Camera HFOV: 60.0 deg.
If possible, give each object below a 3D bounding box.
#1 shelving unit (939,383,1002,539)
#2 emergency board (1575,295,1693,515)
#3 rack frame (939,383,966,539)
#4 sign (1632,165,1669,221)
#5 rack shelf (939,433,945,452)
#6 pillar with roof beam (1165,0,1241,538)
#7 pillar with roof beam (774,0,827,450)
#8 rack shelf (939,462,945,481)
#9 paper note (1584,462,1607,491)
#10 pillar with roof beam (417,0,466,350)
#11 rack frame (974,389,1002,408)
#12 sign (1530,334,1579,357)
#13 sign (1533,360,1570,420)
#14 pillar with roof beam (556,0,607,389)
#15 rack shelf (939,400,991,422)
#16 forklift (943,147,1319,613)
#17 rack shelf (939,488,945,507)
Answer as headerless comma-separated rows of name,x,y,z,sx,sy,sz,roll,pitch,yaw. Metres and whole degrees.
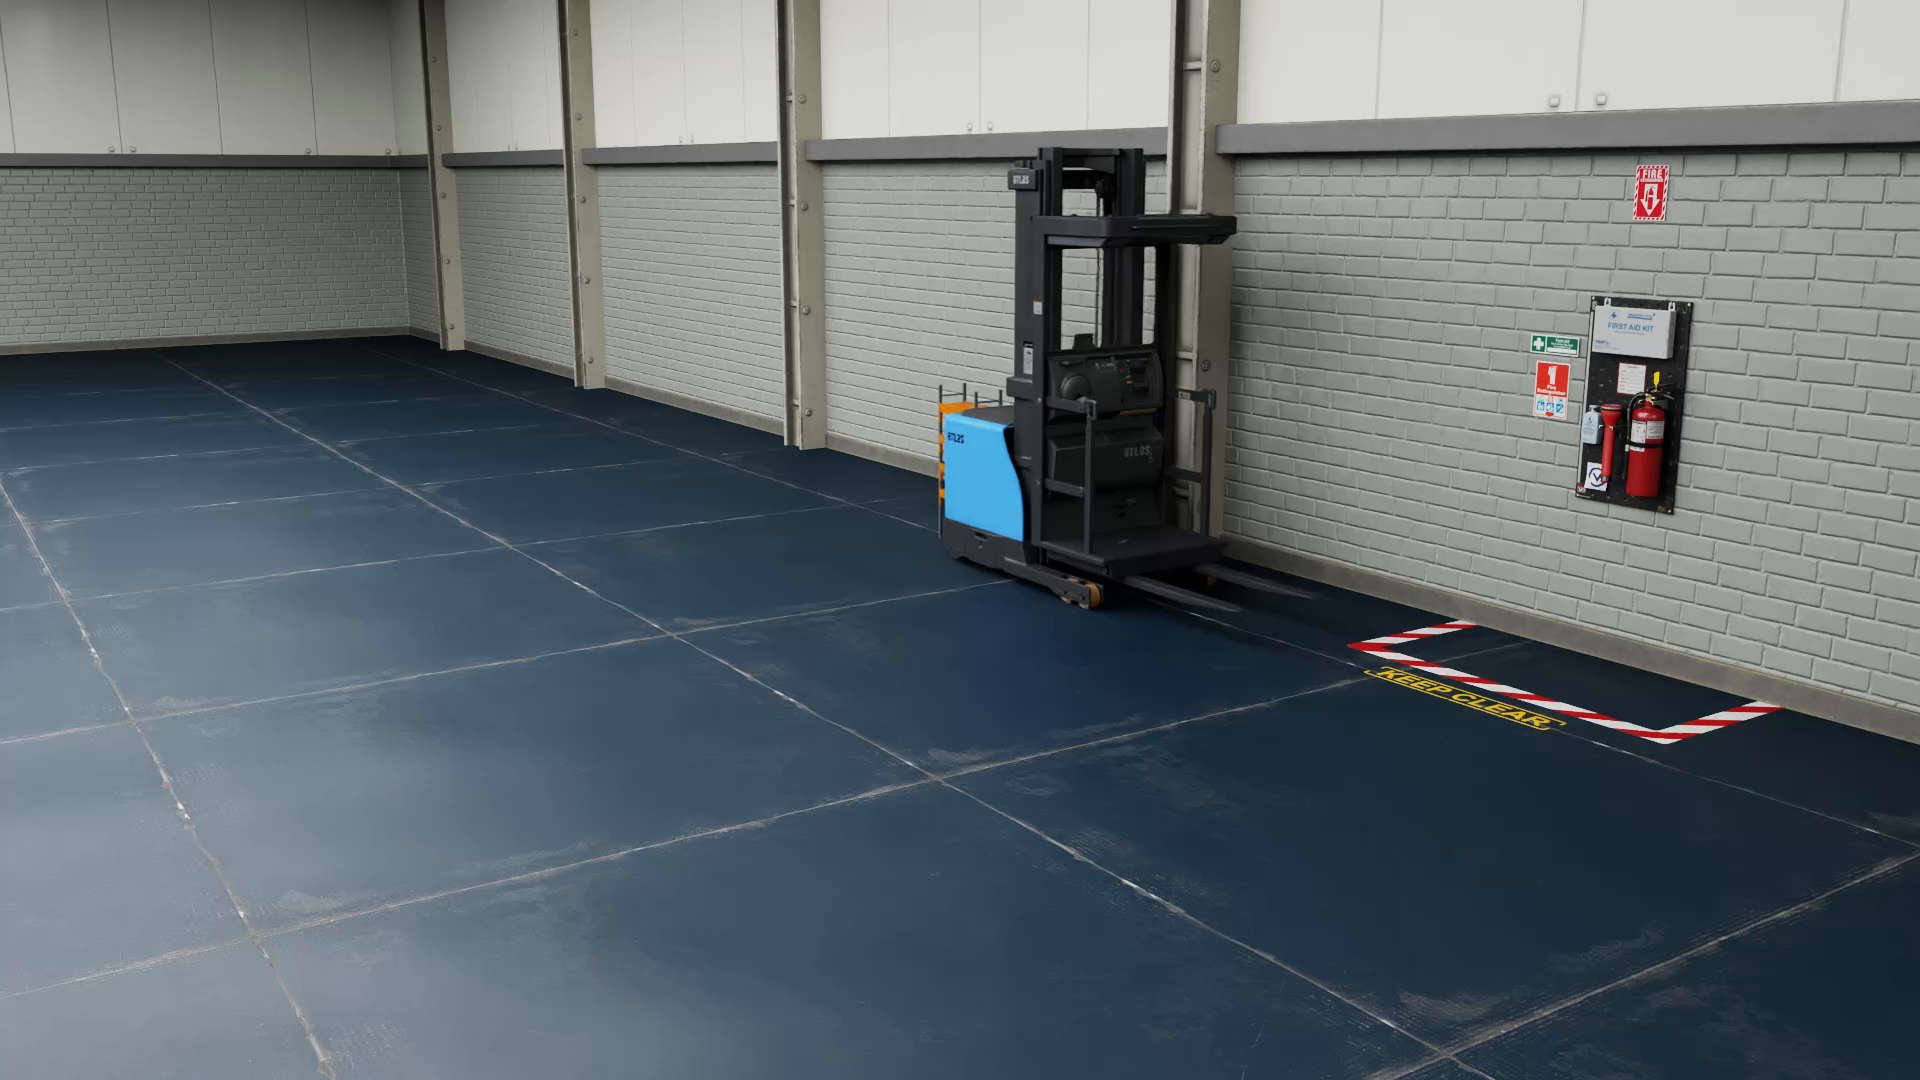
shelving unit,0.076,-0.563,12.627,0.258,1.200,0.503,-8,15,-32
emergency board,3.705,-0.756,9.295,0.194,1.169,0.643,-8,15,-33
rack frame,-0.058,-0.606,12.826,0.240,1.200,0.015,-8,15,-32
sign,3.784,-1.901,9.108,0.001,0.298,0.199,-8,15,-33
rack shelf,0.076,-0.716,12.593,0.258,0.148,0.480,-8,15,-32
pillar with roof beam,-1.866,-3.800,9.174,9.100,9.000,0.400,-8,15,-33
pillar with roof beam,-5.190,-4.867,14.053,9.100,9.000,0.400,-8,15,-33
rack shelf,0.076,-0.497,12.641,0.258,0.148,0.480,-8,15,-32
paper note,3.664,-0.365,9.571,0.016,0.148,0.142,-8,15,-33
pillar with roof beam,-11.838,-7.001,23.812,9.100,9.000,0.400,-8,15,-33
rack frame,0.209,-0.519,12.427,0.240,1.200,0.015,-8,15,-32
sign,3.480,-1.141,9.732,0.001,0.109,0.331,-8,15,-33
sign,3.485,-0.884,9.797,0.001,0.329,0.234,-8,15,-33
pillar with roof beam,-8.514,-5.934,18.933,9.100,9.000,0.400,-8,15,-33
rack shelf,0.076,-0.947,12.543,0.258,0.148,0.480,-8,15,-32
forklift,1.101,-1.097,11.019,1.130,2.935,3.031,-8,15,-32
rack shelf,0.076,-0.303,12.683,0.258,0.148,0.480,-8,15,-32
